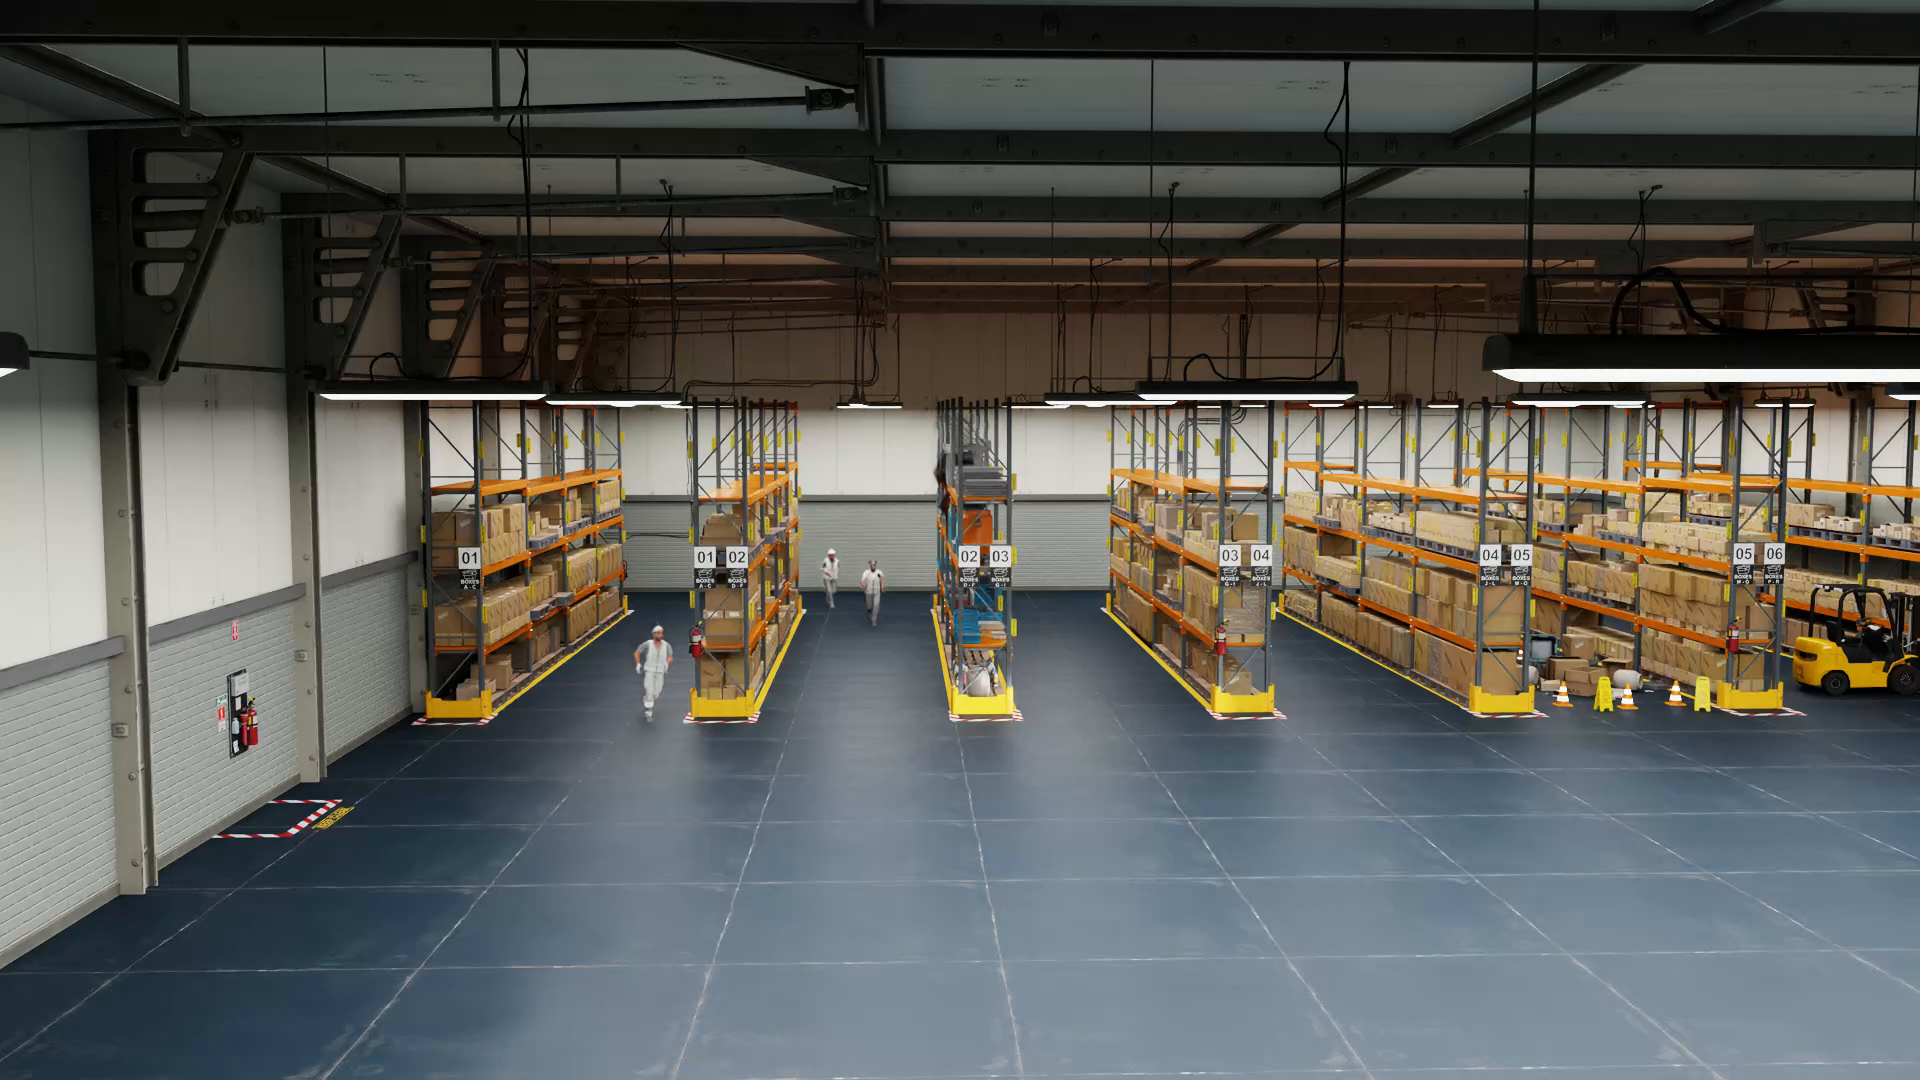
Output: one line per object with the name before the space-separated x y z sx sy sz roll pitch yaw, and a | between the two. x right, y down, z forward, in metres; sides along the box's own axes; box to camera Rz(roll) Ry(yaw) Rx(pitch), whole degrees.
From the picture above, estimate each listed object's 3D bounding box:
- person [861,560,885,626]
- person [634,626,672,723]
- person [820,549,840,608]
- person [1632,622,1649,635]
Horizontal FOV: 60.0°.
person | -2.339 1.424 44.724 0.672 1.776 0.815 -1 4 -7
person | -5.705 2.478 31.005 0.720 1.770 0.801 -2 5 -26
person | -3.813 1.118 48.674 0.633 1.723 0.766 -1 5 -18
person | 17.149 1.656 41.921 0.584 1.648 0.874 0 4 -4
